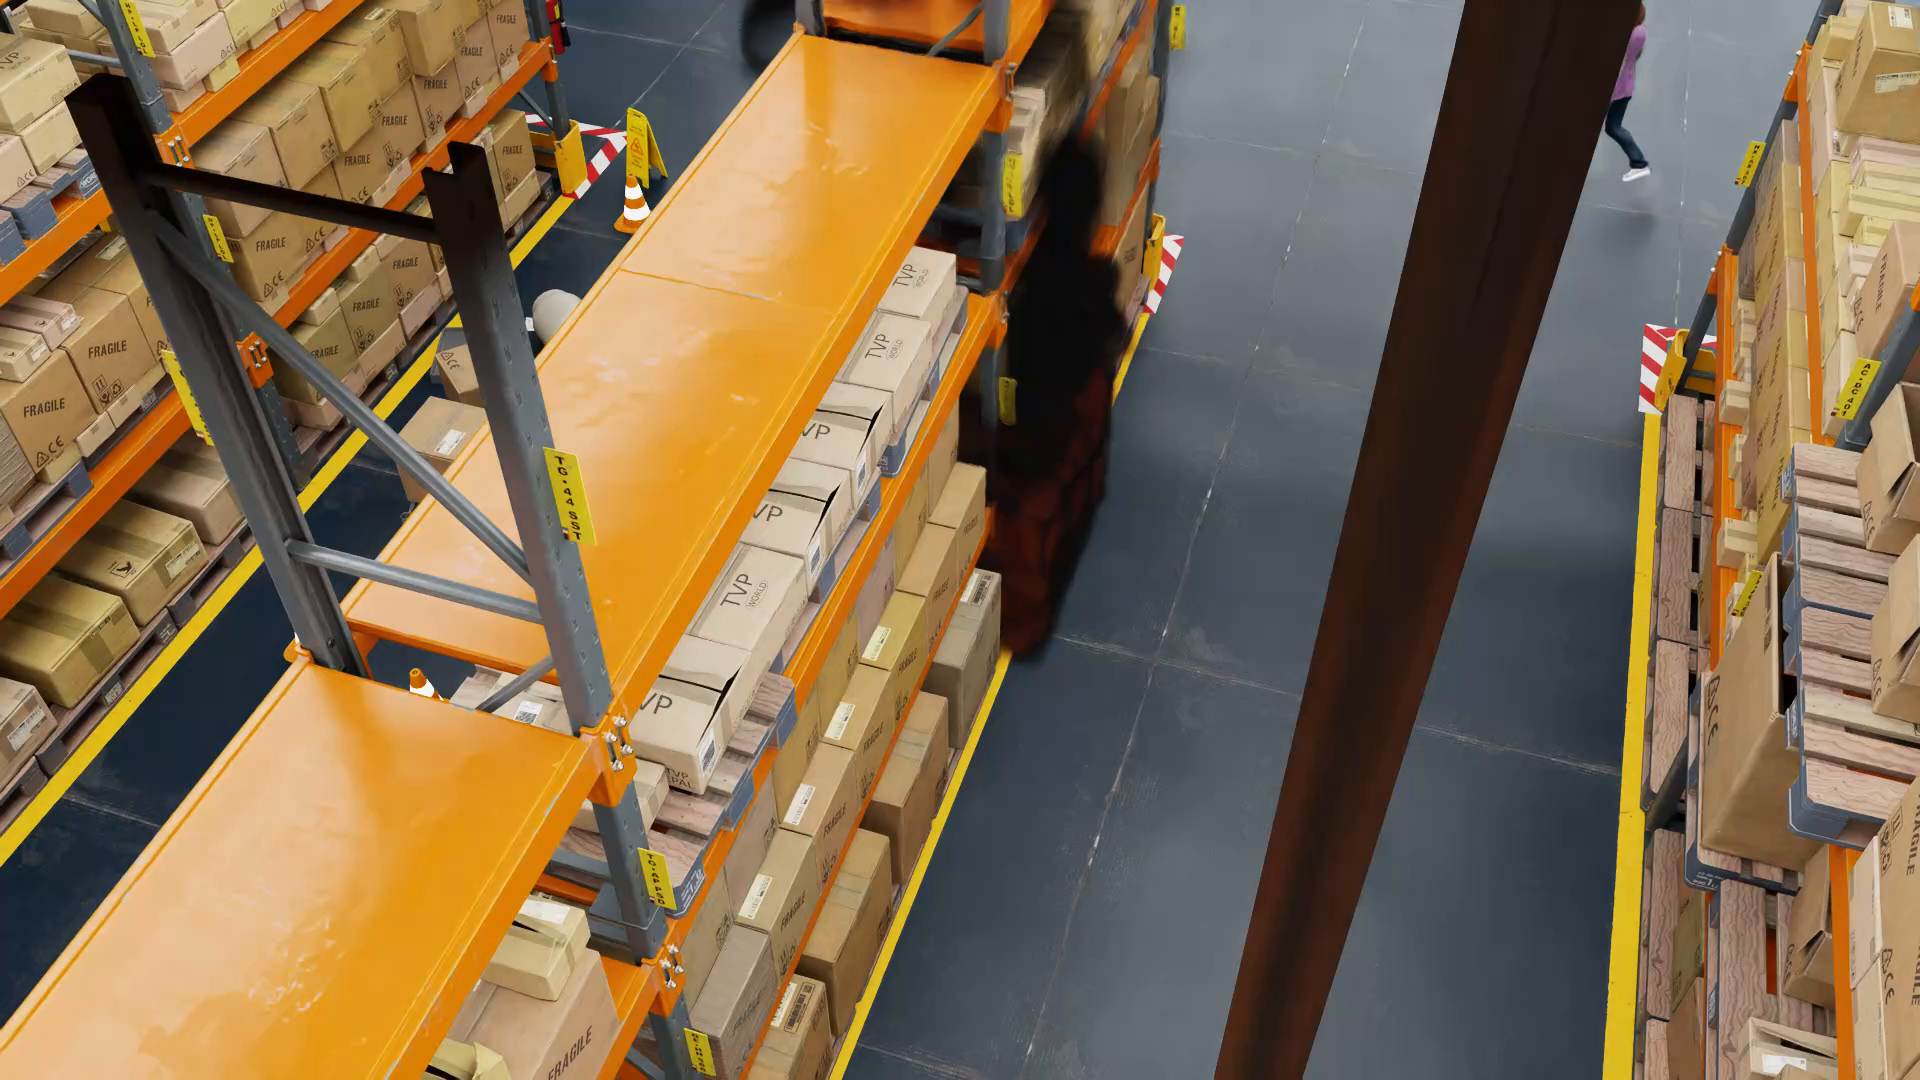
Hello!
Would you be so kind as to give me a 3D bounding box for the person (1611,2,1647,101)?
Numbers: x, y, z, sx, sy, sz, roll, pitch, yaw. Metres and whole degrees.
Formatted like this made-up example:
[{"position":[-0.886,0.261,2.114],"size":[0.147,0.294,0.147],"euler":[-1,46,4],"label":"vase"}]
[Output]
[{"position":[5.265,-3.976,13.334],"size":[0.551,0.794,0.537],"euler":[-25,51,-22],"label":"person"}]
